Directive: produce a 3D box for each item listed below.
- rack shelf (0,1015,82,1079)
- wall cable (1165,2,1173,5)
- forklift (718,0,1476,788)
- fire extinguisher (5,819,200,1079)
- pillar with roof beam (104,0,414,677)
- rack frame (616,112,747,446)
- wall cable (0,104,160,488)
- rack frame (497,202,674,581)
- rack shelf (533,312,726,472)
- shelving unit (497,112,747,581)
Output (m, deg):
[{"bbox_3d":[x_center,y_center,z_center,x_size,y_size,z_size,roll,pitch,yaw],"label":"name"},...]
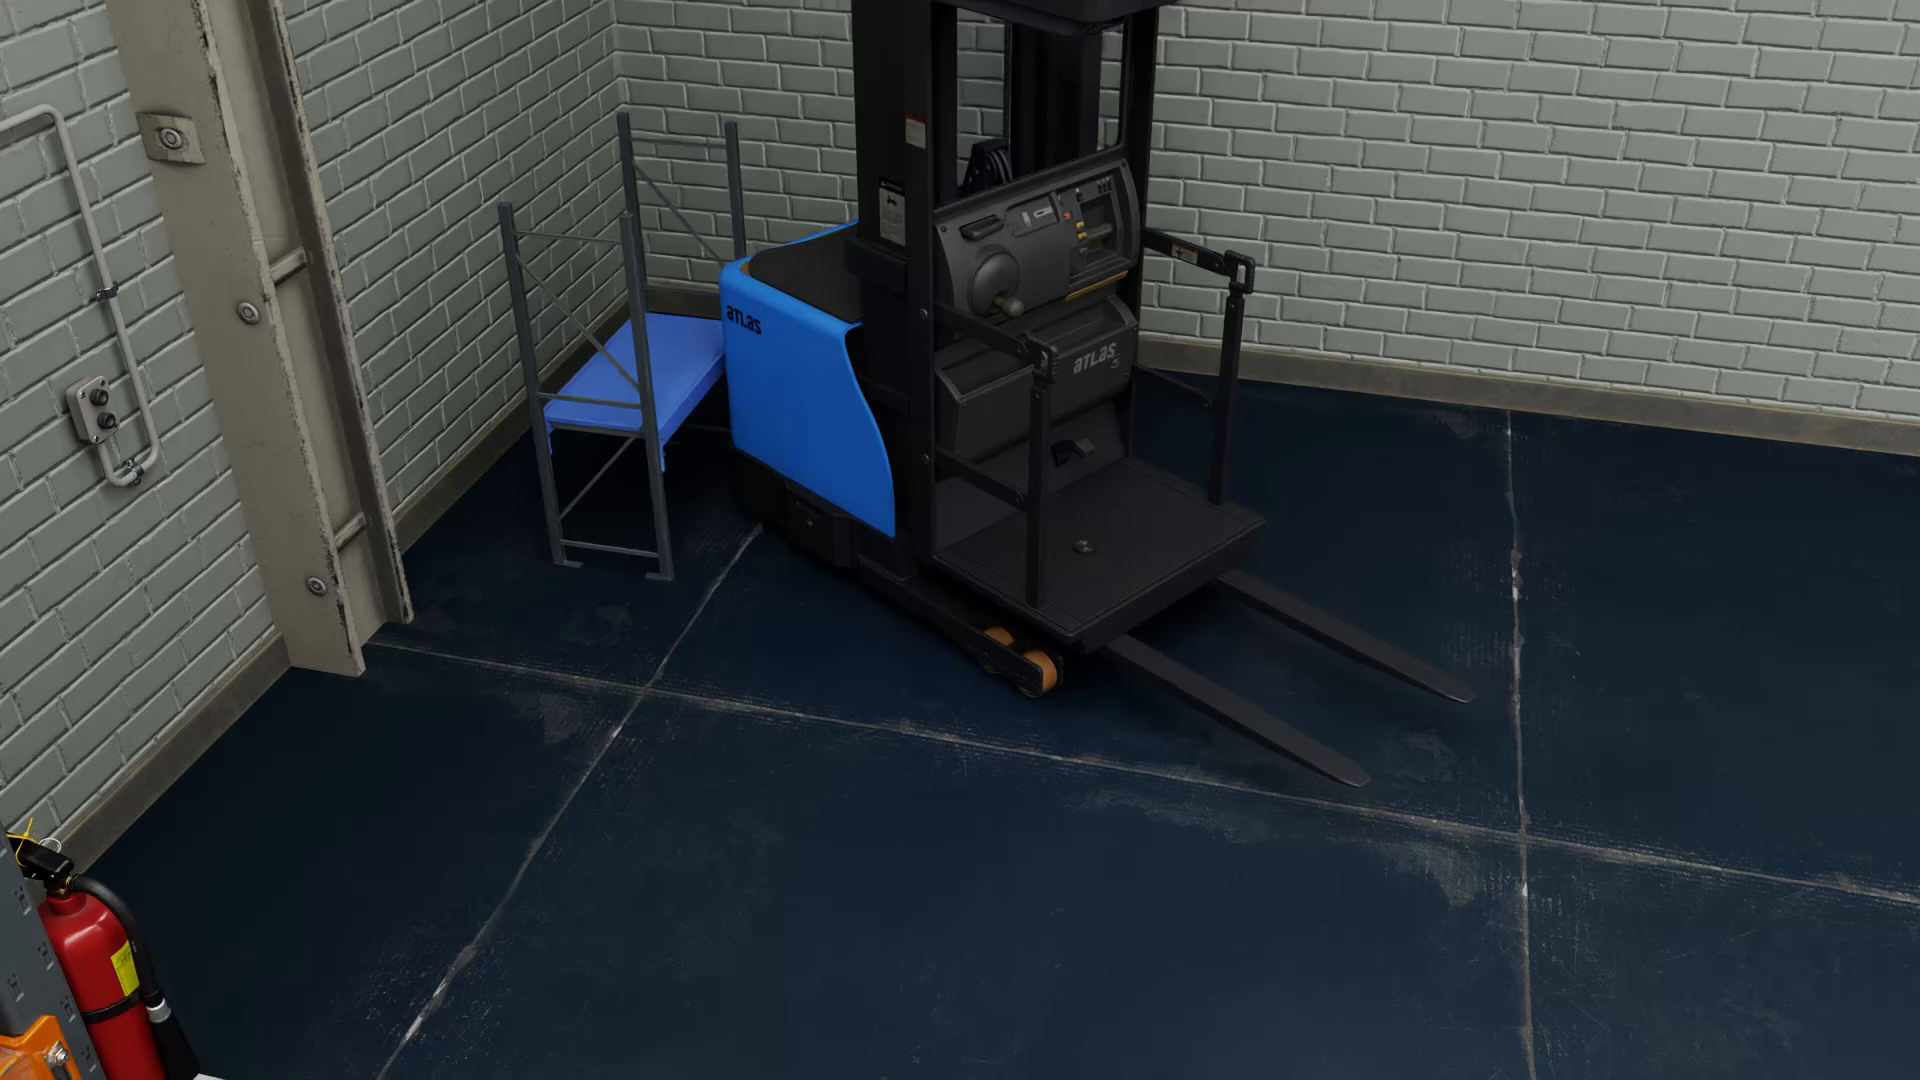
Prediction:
[{"bbox_3d":[-2.618,1.963,1.536,1.077,0.370,4.000,8,33,12],"label":"rack shelf"},{"bbox_3d":[-0.330,-3.486,6.740,3.097,2.526,0.112,8,33,12],"label":"wall cable"},{"bbox_3d":[0.430,-0.995,5.584,1.130,2.935,3.031,-27,41,-36],"label":"forklift"},{"bbox_3d":[-1.626,0.796,3.121,0.296,0.674,0.183,8,33,12],"label":"fire extinguisher"},{"bbox_3d":[1.902,-2.843,2.834,9.100,9.000,0.400,8,33,12],"label":"pillar with roof beam"},{"bbox_3d":[-1.124,-1.041,6.989,0.500,1.500,0.032,7,33,12],"label":"rack frame"},{"bbox_3d":[-2.701,-0.600,3.951,0.084,1.984,1.851,8,33,12],"label":"wall cable"},{"bbox_3d":[-1.366,-0.511,6.155,0.500,1.500,0.032,7,33,12],"label":"rack frame"},{"bbox_3d":[-1.245,-0.624,6.669,0.538,0.185,1.000,7,33,12],"label":"rack shelf"},{"bbox_3d":[-1.245,-0.776,6.572,0.538,1.500,1.048,7,33,12],"label":"shelving unit"}]
